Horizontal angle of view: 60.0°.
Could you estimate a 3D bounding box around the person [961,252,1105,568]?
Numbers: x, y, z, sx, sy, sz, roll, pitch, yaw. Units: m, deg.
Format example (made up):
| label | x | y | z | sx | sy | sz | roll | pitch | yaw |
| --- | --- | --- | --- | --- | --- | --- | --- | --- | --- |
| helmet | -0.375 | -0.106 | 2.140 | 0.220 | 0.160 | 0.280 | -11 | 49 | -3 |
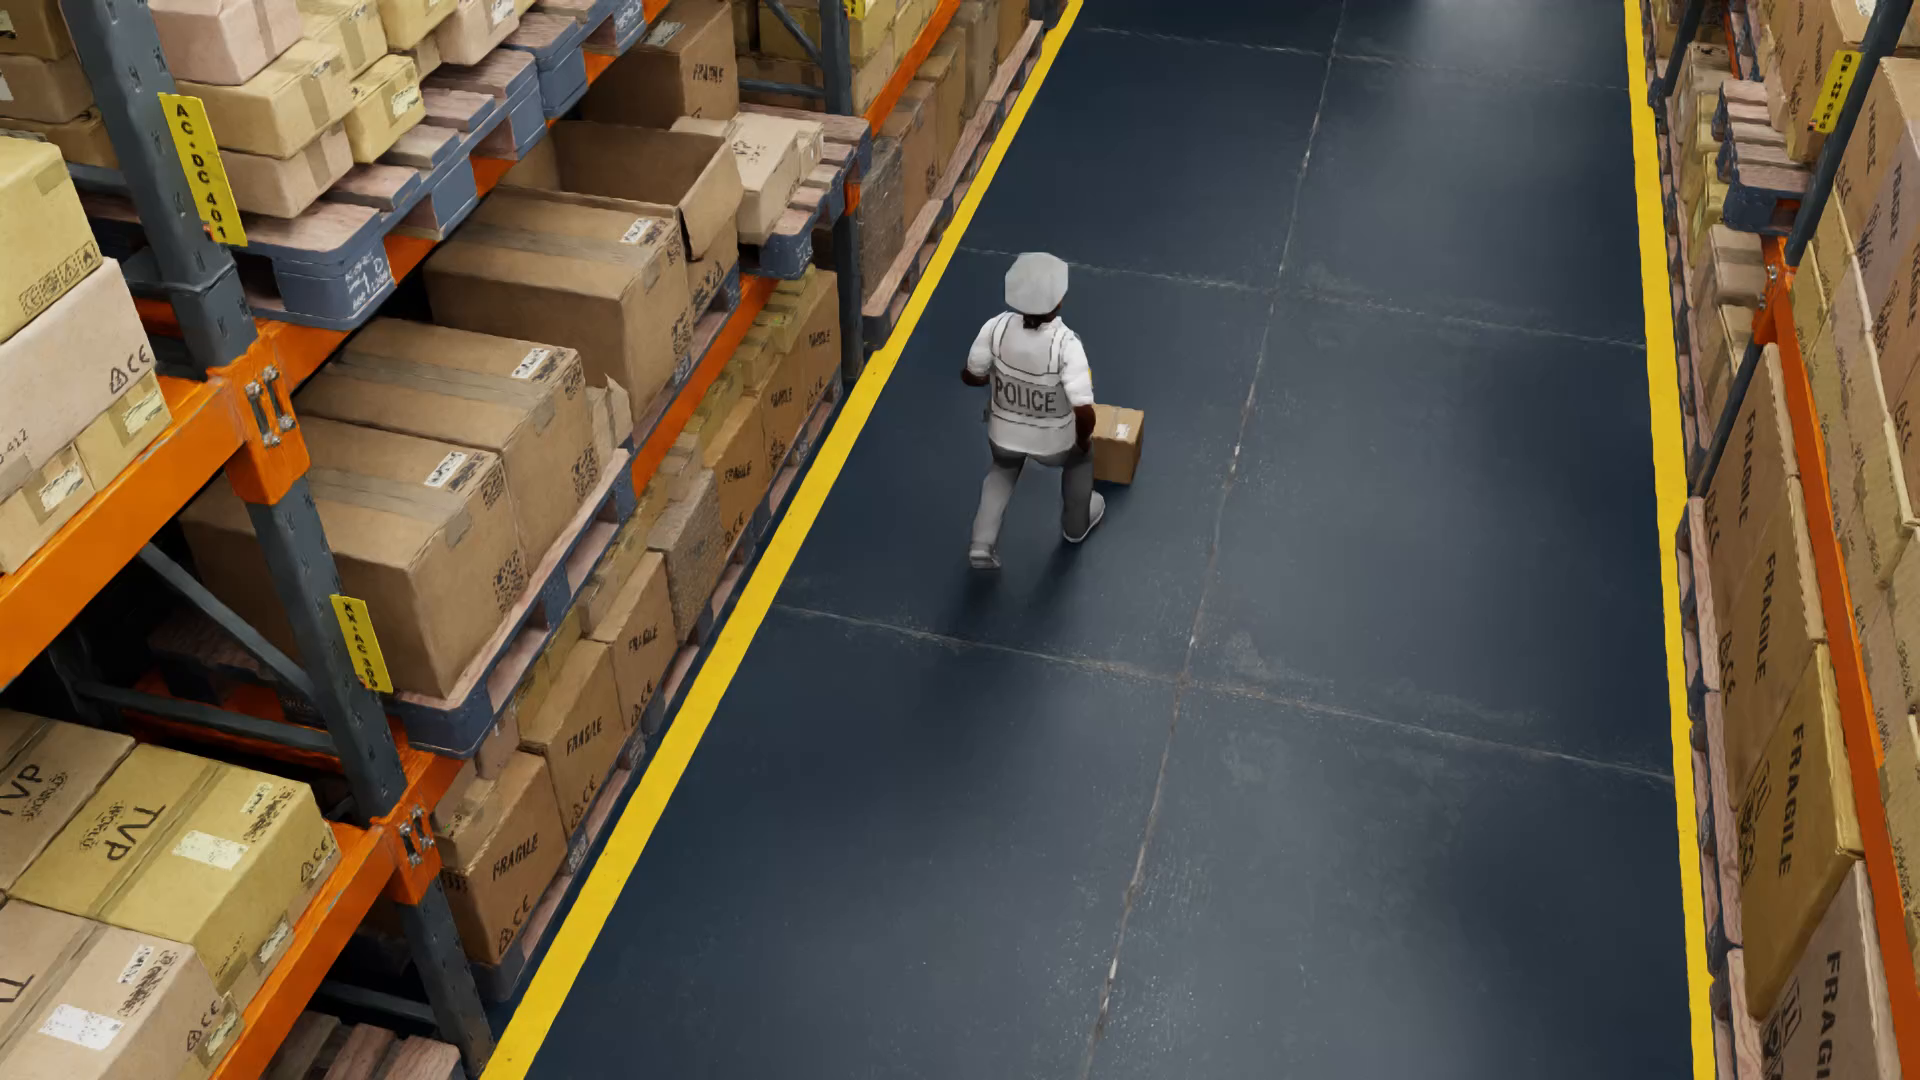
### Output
| label | x | y | z | sx | sy | sz | roll | pitch | yaw |
| --- | --- | --- | --- | --- | --- | --- | --- | --- | --- |
| person | 0.337 | -0.554 | 6.815 | 0.583 | 1.597 | 0.759 | 11 | 42 | 12 |
